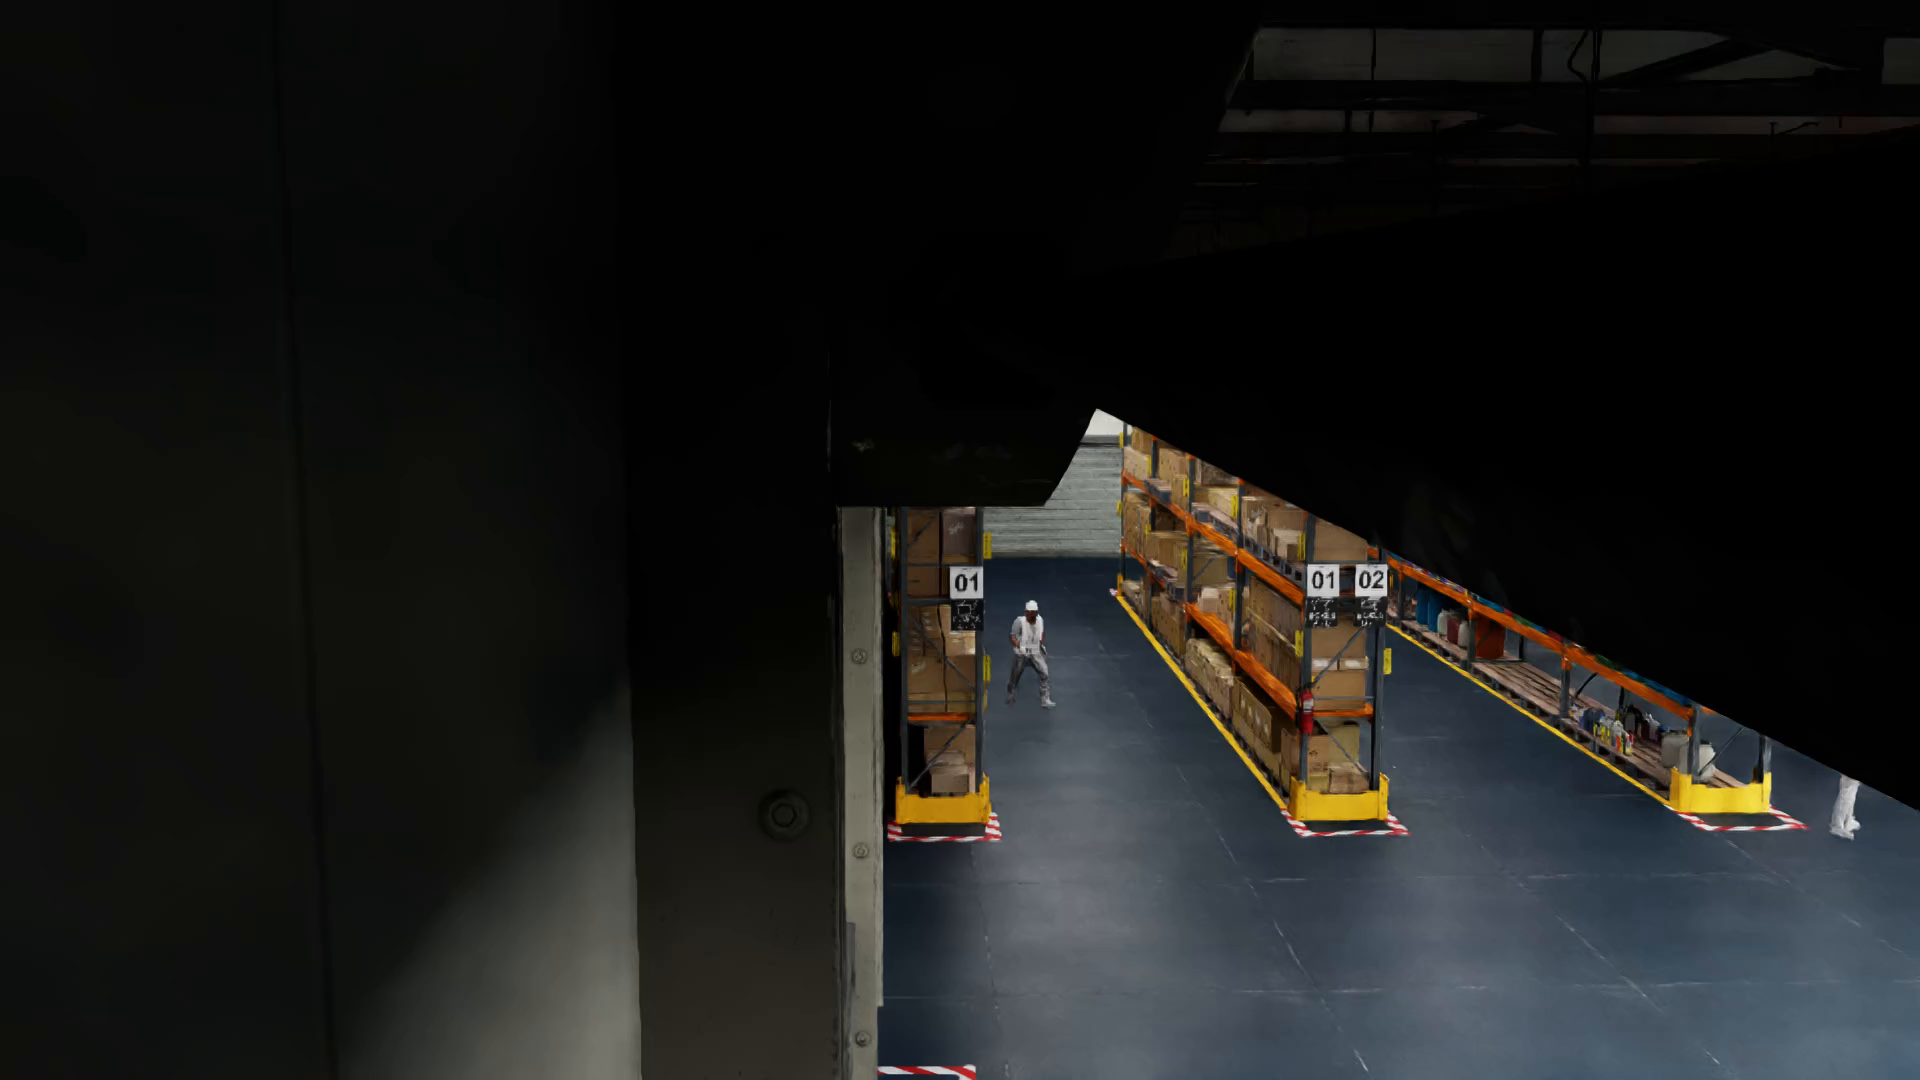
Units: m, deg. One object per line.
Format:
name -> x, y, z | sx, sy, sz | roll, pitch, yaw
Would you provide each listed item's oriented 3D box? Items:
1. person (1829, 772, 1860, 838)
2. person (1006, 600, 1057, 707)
person -> 10.726, 2.656, 19.983 | 0.462, 1.778, 0.648 | 1, 8, 10
person -> 1.087, 1.780, 26.356 | 0.701, 1.717, 0.849 | -3, 8, -19
